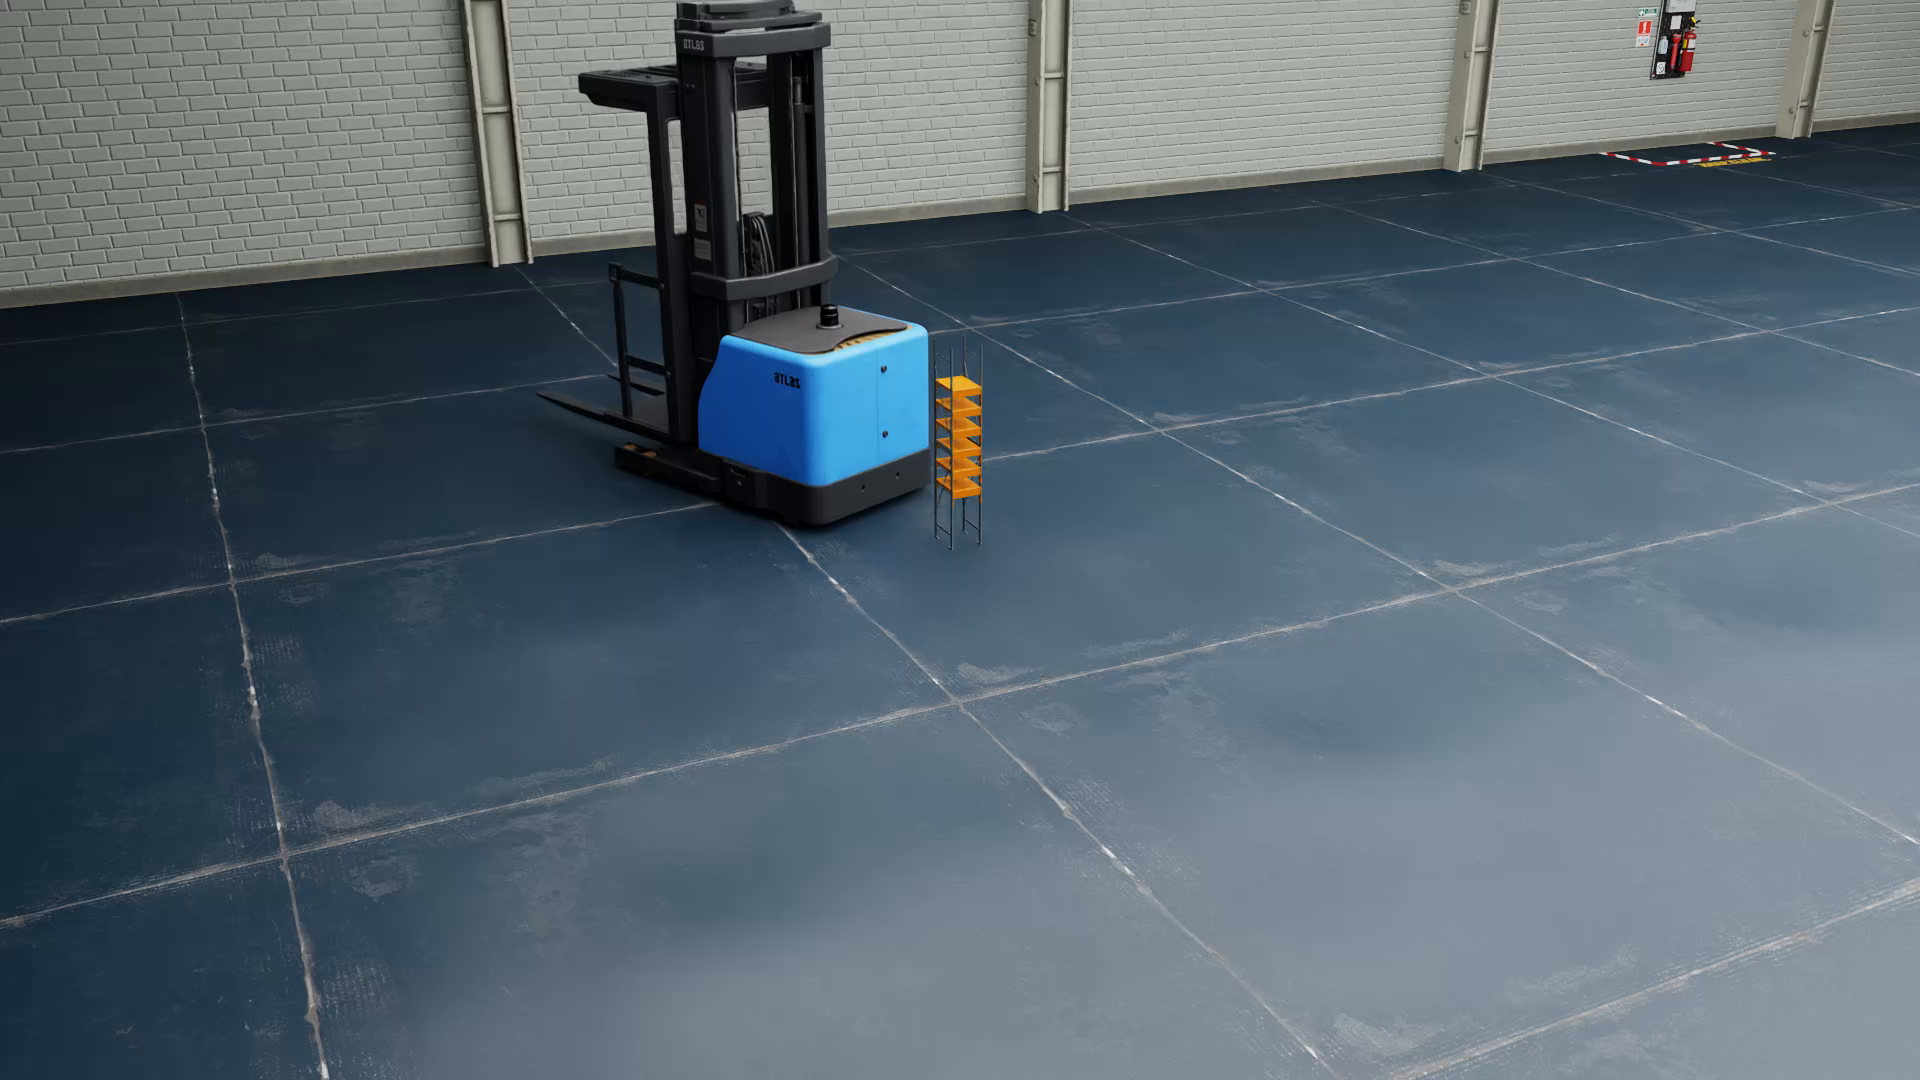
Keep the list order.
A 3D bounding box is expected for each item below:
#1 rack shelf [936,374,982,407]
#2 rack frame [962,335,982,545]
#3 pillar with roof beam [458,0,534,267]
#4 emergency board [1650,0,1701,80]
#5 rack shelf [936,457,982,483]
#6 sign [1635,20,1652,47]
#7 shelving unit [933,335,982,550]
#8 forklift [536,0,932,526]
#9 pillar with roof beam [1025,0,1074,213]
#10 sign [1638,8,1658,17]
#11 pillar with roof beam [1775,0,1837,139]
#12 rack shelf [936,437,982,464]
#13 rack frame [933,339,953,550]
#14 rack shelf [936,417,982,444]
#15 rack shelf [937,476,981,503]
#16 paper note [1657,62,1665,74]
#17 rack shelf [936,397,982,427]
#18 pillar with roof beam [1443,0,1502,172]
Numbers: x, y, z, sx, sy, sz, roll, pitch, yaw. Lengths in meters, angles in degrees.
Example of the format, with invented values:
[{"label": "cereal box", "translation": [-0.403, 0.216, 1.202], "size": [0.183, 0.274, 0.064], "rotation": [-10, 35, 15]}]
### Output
[{"label": "rack shelf", "translation": [-0.013, -0.844, 9.394], "size": [0.180, 0.103, 0.258], "rotation": [-10, 25, -24]}, {"label": "rack frame", "translation": [0.069, -0.567, 9.551], "size": [0.006, 1.200, 0.240], "rotation": [-10, 25, -24]}, {"label": "pillar with roof beam", "translation": [-2.560, -5.411, 11.056], "size": [0.400, 9.000, 9.100], "rotation": [-10, 25, -24]}, {"label": "emergency board", "translation": [9.549, -6.712, 22.042], "size": [0.643, 1.169, 0.194], "rotation": [-10, 25, -24]}, {"label": "rack shelf", "translation": [-0.013, -0.400, 9.578], "size": [0.180, 0.103, 0.258], "rotation": [-10, 25, -24]}, {"label": "sign", "translation": [9.006, -6.672, 21.900], "size": [0.234, 0.329, 0.001], "rotation": [-10, 25, -24]}, {"label": "shelving unit", "translation": [-0.013, -0.552, 9.515], "size": [0.189, 1.200, 0.258], "rotation": [-10, 25, -24]}, {"label": "forklift", "translation": [-1.618, -1.894, 10.494], "size": [3.031, 2.935, 1.130], "rotation": [19, 29, 38]}, {"label": "pillar with roof beam", "translation": [2.847, -6.406, 13.461], "size": [0.400, 9.000, 9.100], "rotation": [-10, 25, -24]}, {"label": "sign", "translation": [9.014, -6.915, 21.793], "size": [0.331, 0.109, 0.001], "rotation": [-10, 25, -24]}, {"label": "pillar with roof beam", "translation": [13.659, -8.397, 18.269], "size": [0.400, 9.000, 9.100], "rotation": [-10, 25, -24]}, {"label": "rack shelf", "translation": [-0.013, -0.511, 9.532], "size": [0.180, 0.103, 0.258], "rotation": [-10, 25, -24]}, {"label": "rack frame", "translation": [-0.095, -0.537, 9.478], "size": [0.006, 1.200, 0.240], "rotation": [-10, 25, -24]}, {"label": "rack shelf", "translation": [-0.013, -0.622, 9.486], "size": [0.180, 0.103, 0.258], "rotation": [-10, 25, -24]}, {"label": "rack shelf", "translation": [-0.013, -0.289, 9.623], "size": [0.180, 0.103, 0.258], "rotation": [-10, 25, -24]}, {"label": "paper note", "translation": [9.360, -6.299, 22.197], "size": [0.142, 0.148, 0.016], "rotation": [-10, 25, -24]}, {"label": "rack shelf", "translation": [-0.013, -0.733, 9.440], "size": [0.180, 0.103, 0.258], "rotation": [-10, 25, -24]}, {"label": "pillar with roof beam", "translation": [8.253, -7.401, 15.865], "size": [0.400, 9.000, 9.100], "rotation": [-10, 25, -24]}]
